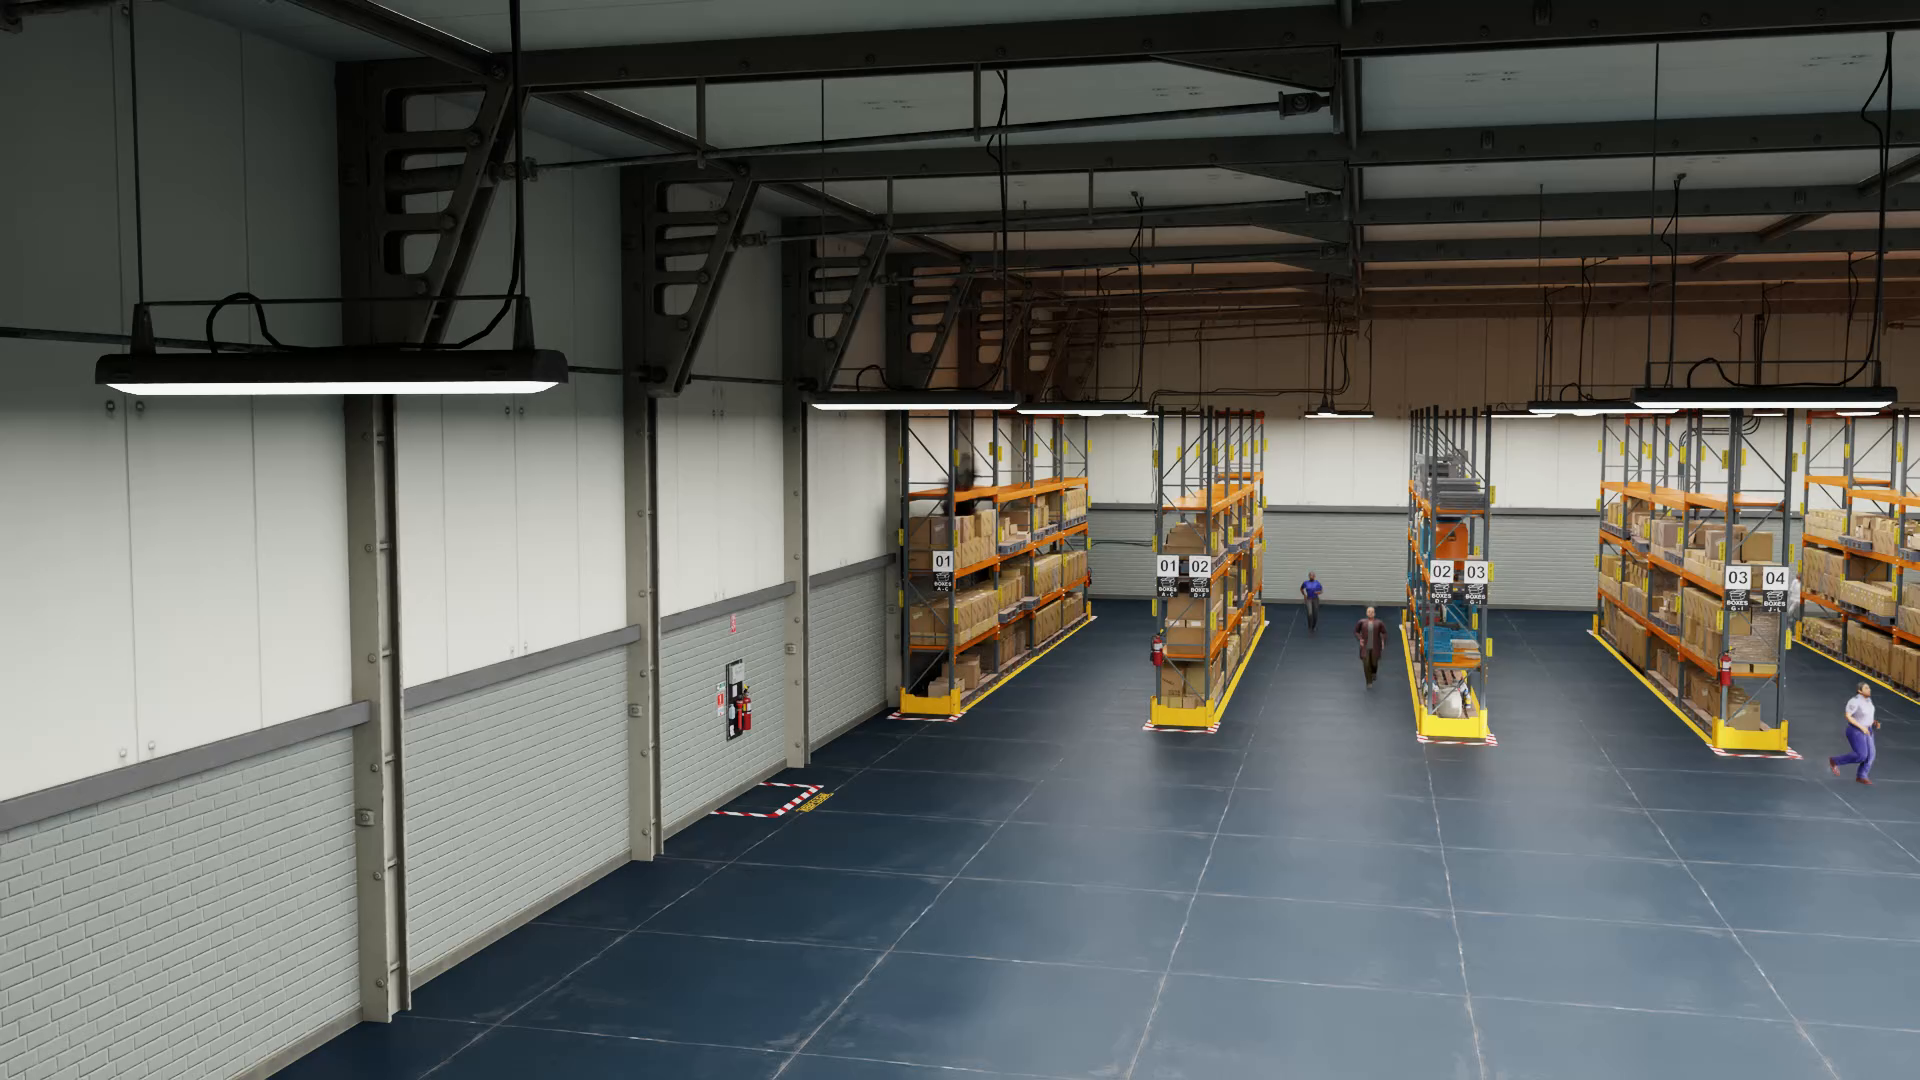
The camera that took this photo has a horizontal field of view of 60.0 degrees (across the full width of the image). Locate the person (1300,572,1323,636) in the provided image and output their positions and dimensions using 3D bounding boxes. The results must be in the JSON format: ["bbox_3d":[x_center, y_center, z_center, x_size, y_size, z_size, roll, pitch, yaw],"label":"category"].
[{"bbox_3d":[9.441,1.688,44.623,0.577,1.699,0.794,0,4,5],"label":"person"}]

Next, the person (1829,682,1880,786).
[{"bbox_3d":[14.201,3.043,26.332,0.607,1.628,0.641,-3,5,-36],"label":"person"}]

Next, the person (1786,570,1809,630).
[{"bbox_3d":[22.373,1.661,44.418,0.785,1.805,0.741,0,4,-1],"label":"person"}]

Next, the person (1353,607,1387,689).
[{"bbox_3d":[8.799,2.328,35.692,0.712,1.695,0.653,1,4,14],"label":"person"}]
